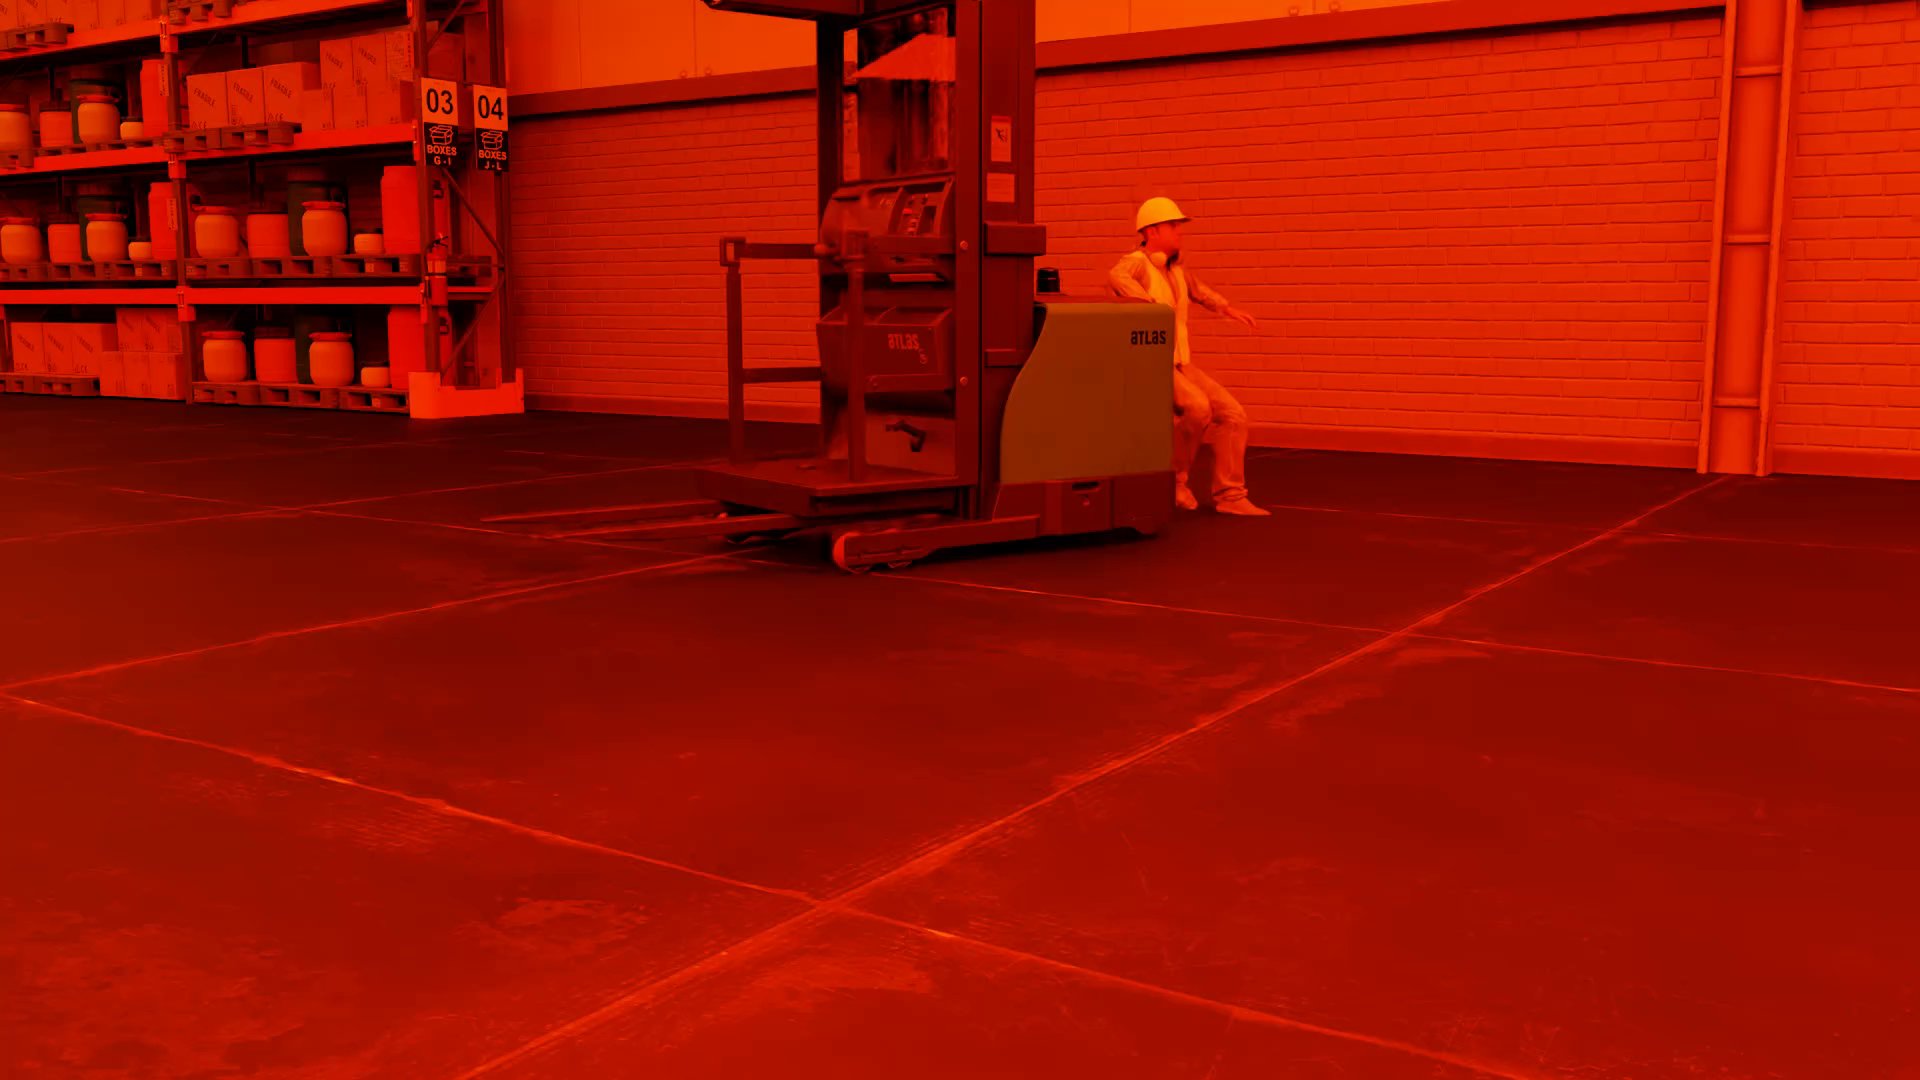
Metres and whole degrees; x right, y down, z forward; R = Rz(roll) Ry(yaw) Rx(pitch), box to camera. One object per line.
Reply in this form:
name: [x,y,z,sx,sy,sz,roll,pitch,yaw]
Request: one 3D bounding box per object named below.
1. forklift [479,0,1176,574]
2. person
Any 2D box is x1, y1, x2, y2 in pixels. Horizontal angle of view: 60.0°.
forklift: [-0.491,-1.400,7.039,3.031,2.935,1.130,-6,10,-36]
person: [1.148,-0.909,8.443,0.765,1.641,1.007,7,10,39]
